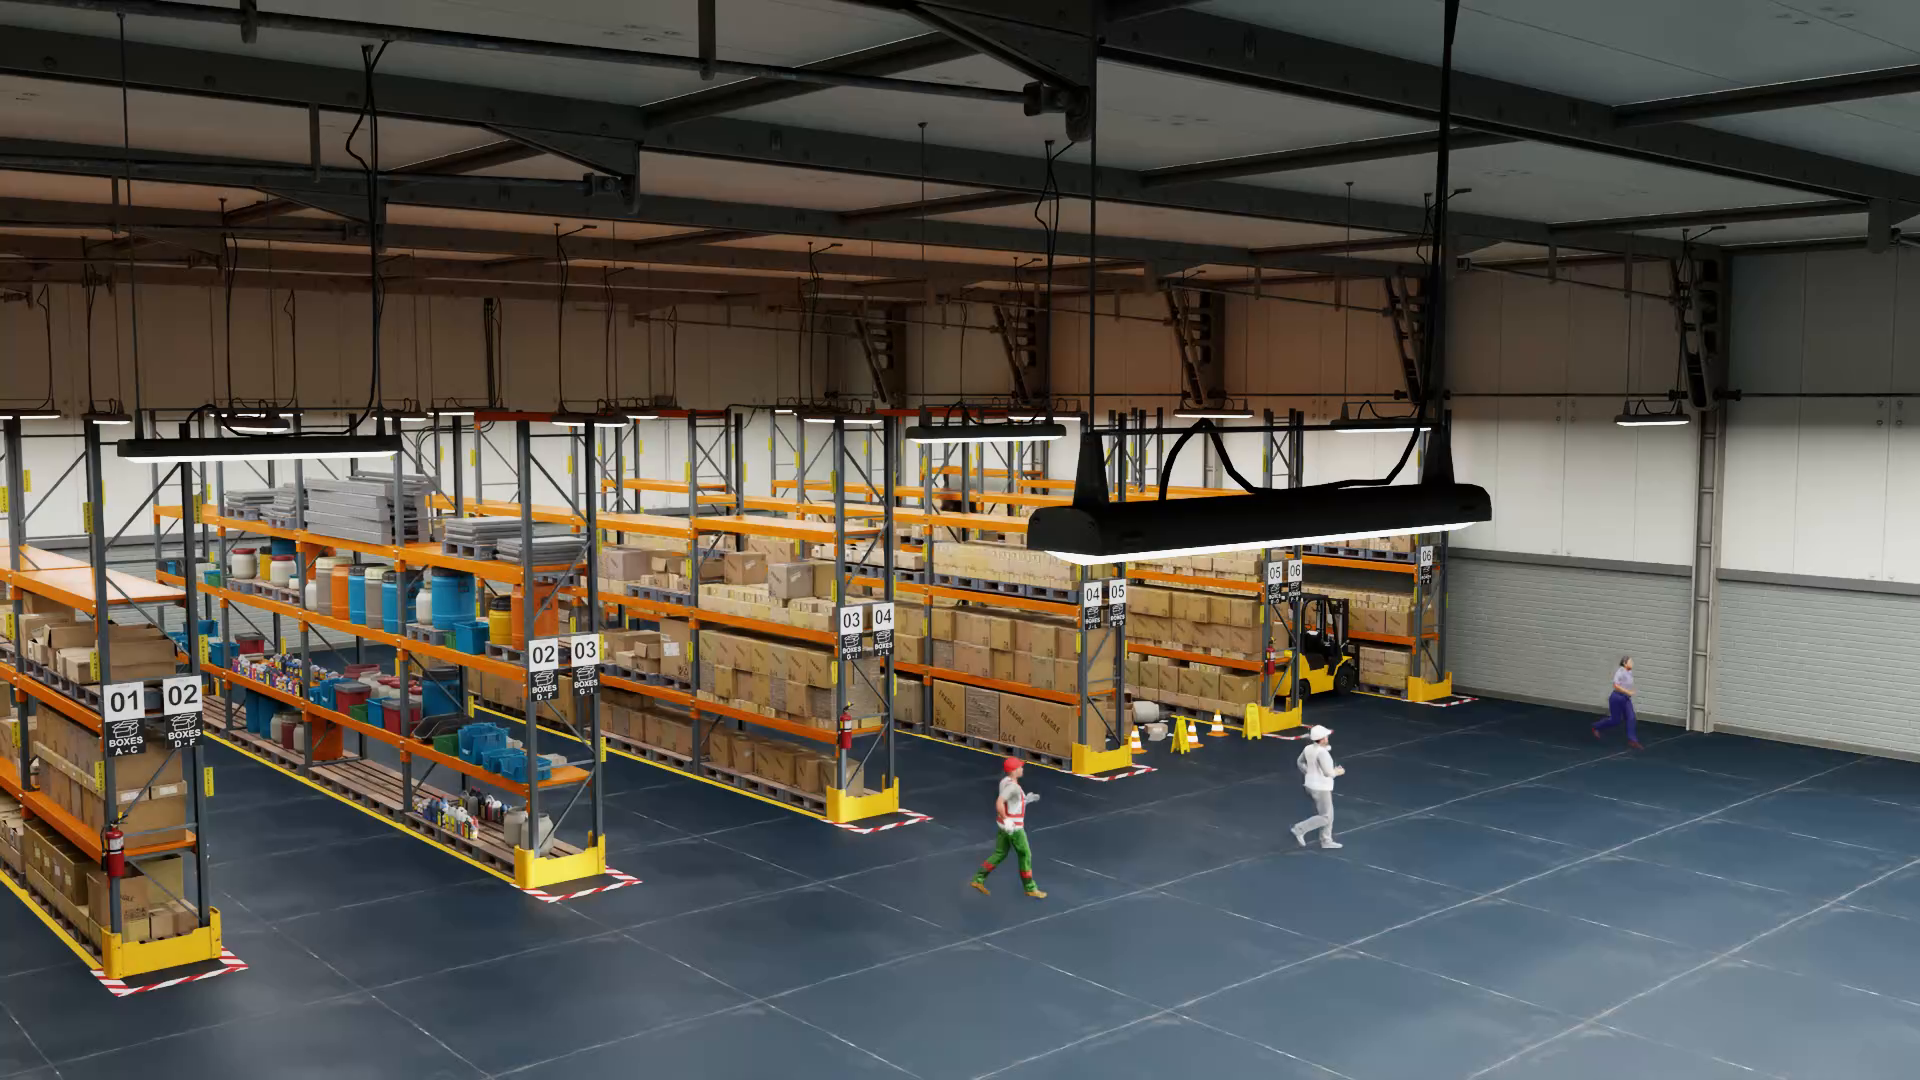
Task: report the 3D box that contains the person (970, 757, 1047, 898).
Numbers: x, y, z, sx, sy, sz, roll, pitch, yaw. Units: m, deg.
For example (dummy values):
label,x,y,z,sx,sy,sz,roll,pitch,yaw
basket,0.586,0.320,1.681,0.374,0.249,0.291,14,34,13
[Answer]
label,x,y,z,sx,sy,sz,roll,pitch,yaw
person,0.610,3.585,20.698,0.984,1.790,0.660,-1,5,-15

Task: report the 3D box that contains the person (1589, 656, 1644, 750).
label,x,y,z,sx,sy,sz,roll,pitch,yaw
person,11.847,2.898,29.907,0.966,1.650,0.628,4,6,37

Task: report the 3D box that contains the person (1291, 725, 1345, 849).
label,x,y,z,sx,sy,sz,roll,pitch,yaw
person,4.936,3.431,23.025,0.797,1.745,0.671,-1,5,-13

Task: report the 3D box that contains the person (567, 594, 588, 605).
label,x,y,z,sx,sy,sz,roll,pitch,yaw
person,-9.349,1.851,40.864,0.659,1.831,0.765,1,5,15
